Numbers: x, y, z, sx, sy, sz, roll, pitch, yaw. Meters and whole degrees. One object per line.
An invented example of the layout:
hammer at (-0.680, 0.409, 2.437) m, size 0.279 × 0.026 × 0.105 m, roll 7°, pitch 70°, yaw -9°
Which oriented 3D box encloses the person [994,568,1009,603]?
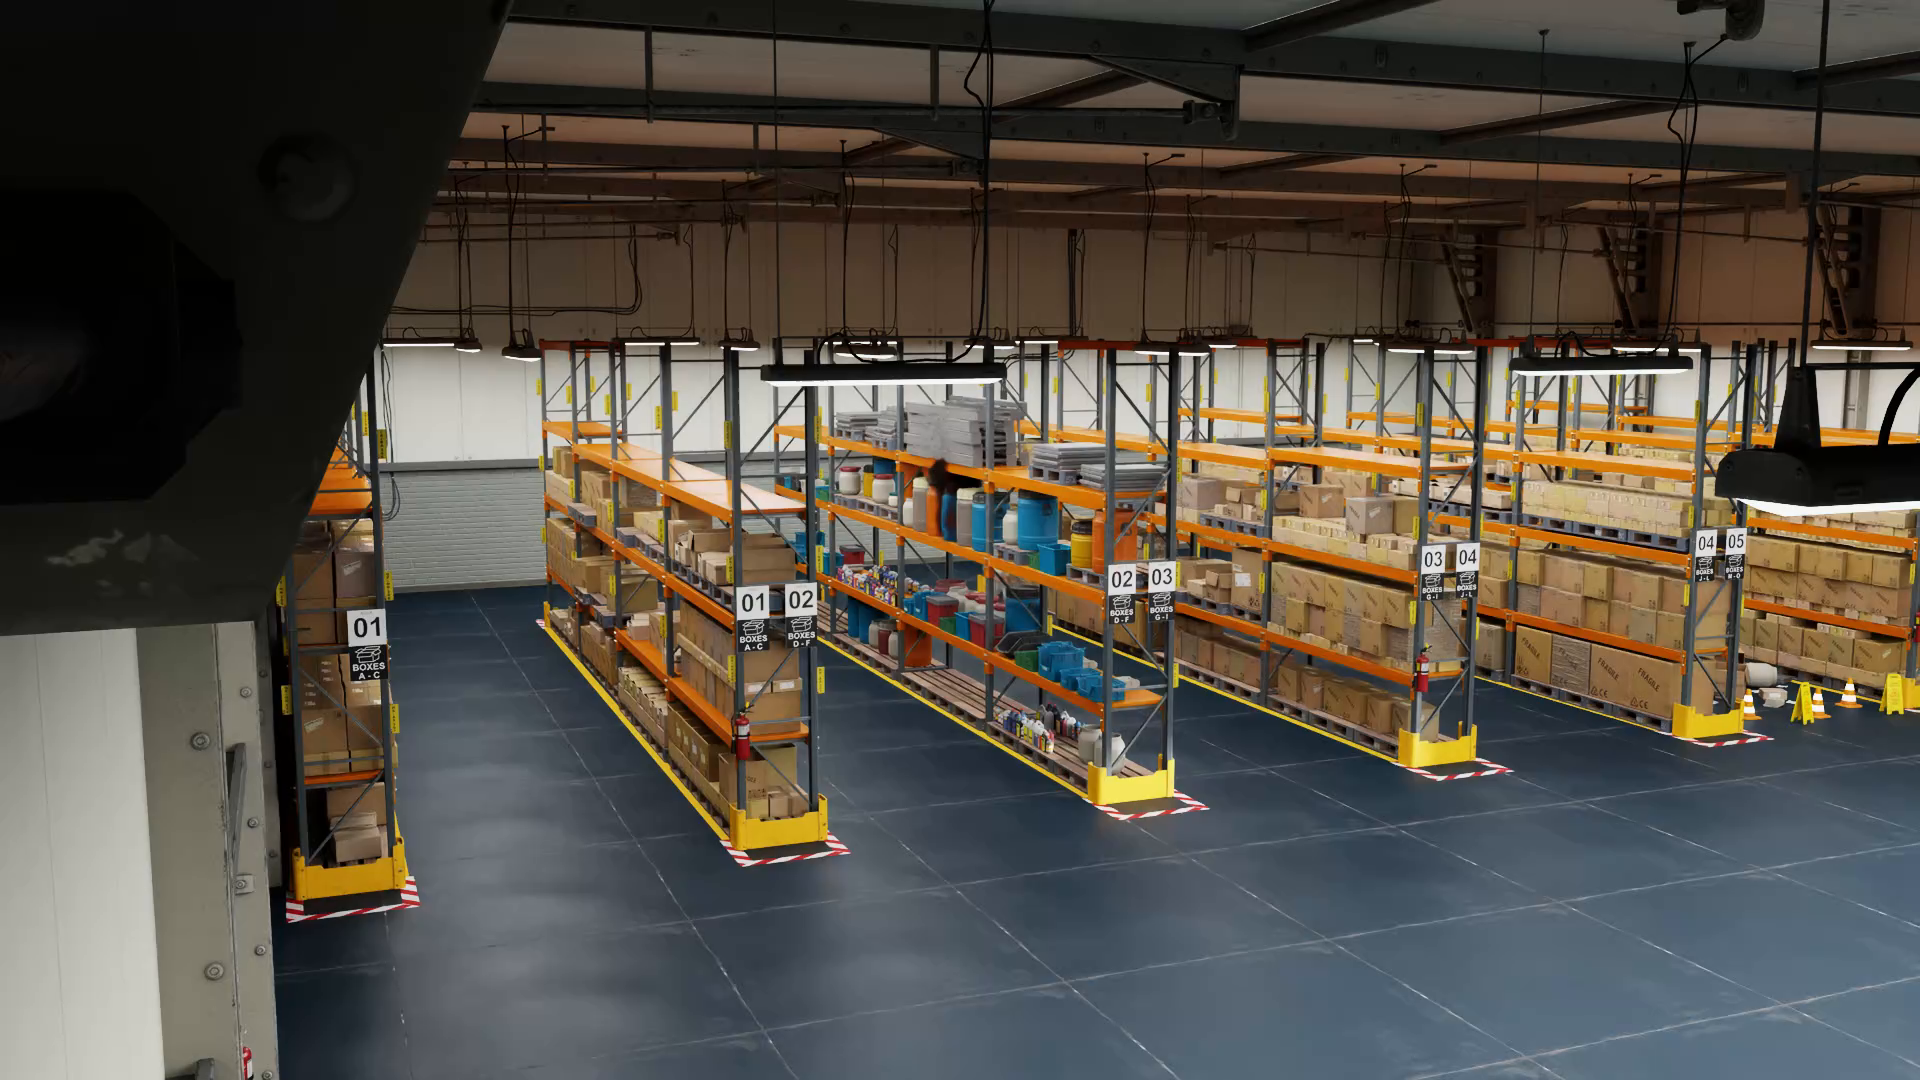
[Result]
person at (0.812, 1.044, 34.303) m, size 0.538 × 1.722 × 0.838 m, roll -3°, pitch 8°, yaw -25°
